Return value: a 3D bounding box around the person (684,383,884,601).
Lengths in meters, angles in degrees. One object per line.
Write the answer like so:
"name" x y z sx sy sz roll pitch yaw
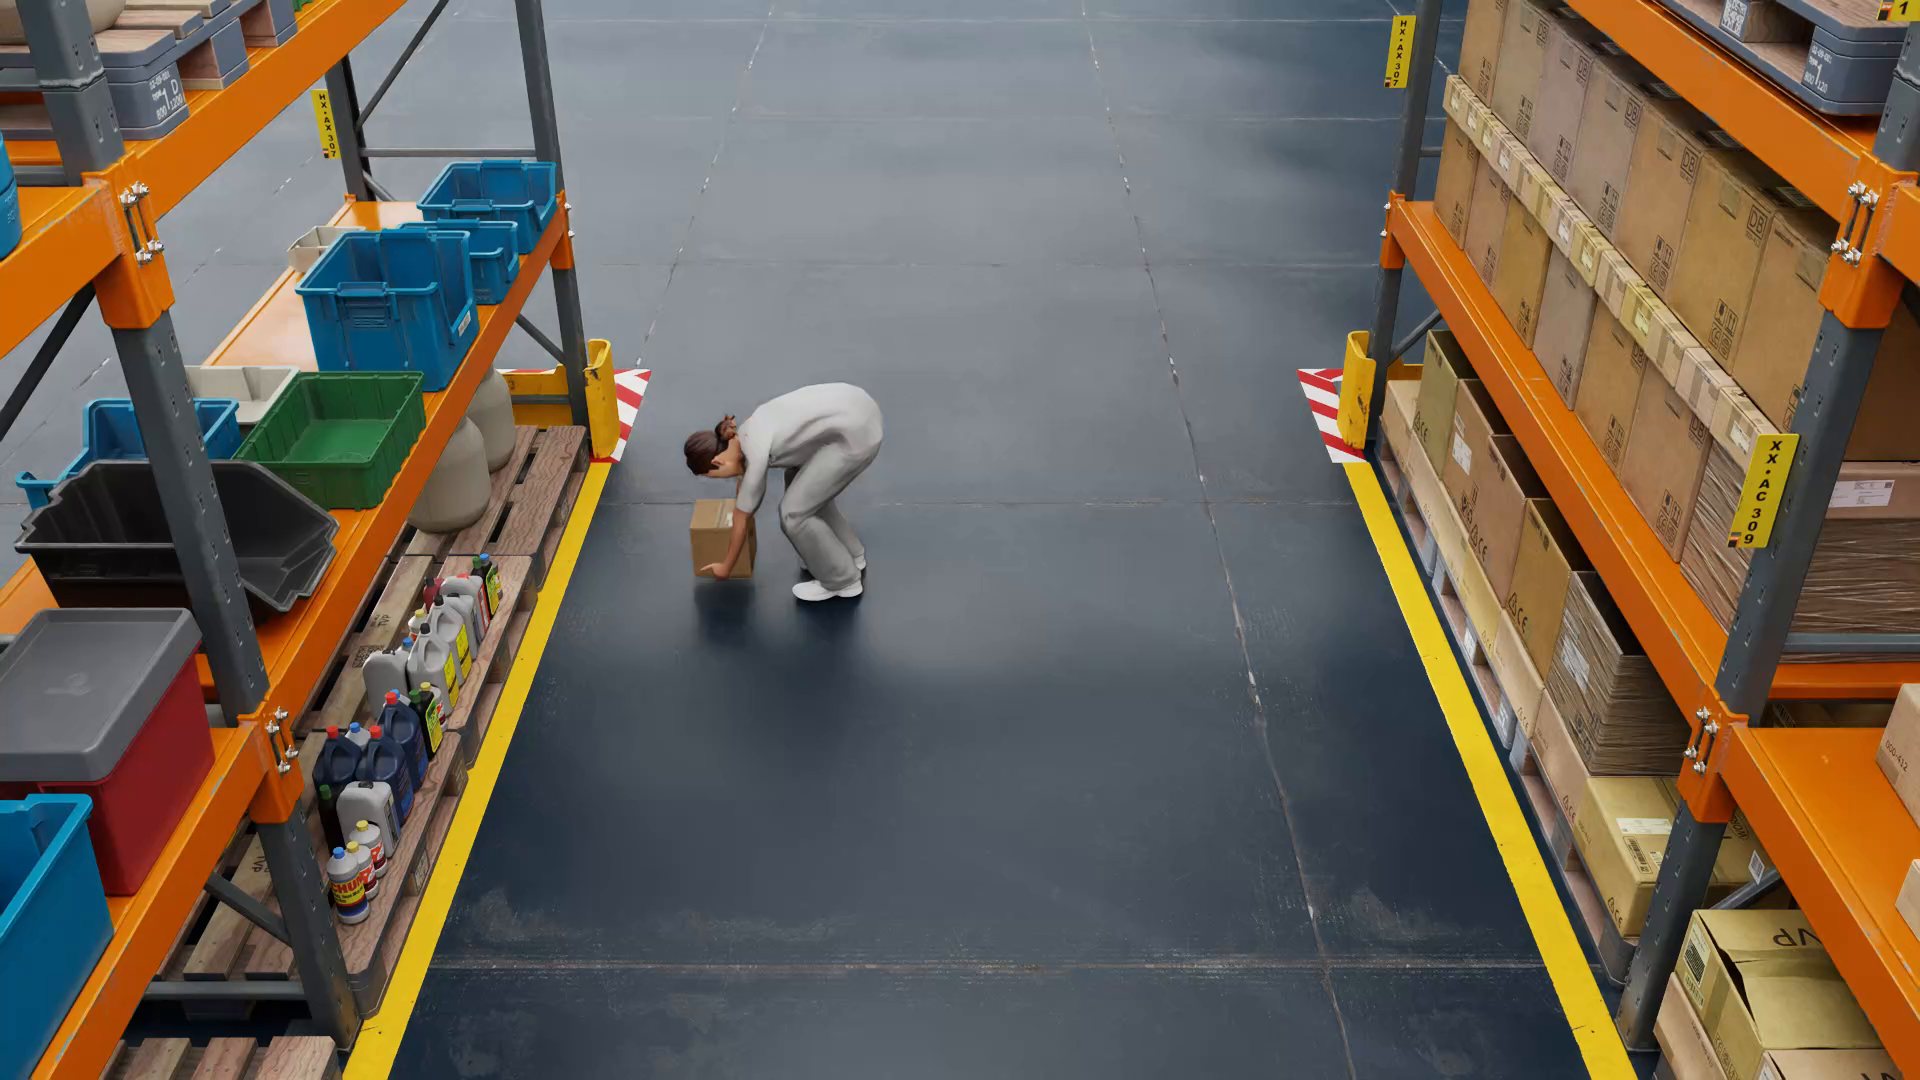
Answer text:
"person" -0.747 -0.211 7.184 0.853 0.934 0.464 -2 32 -3
